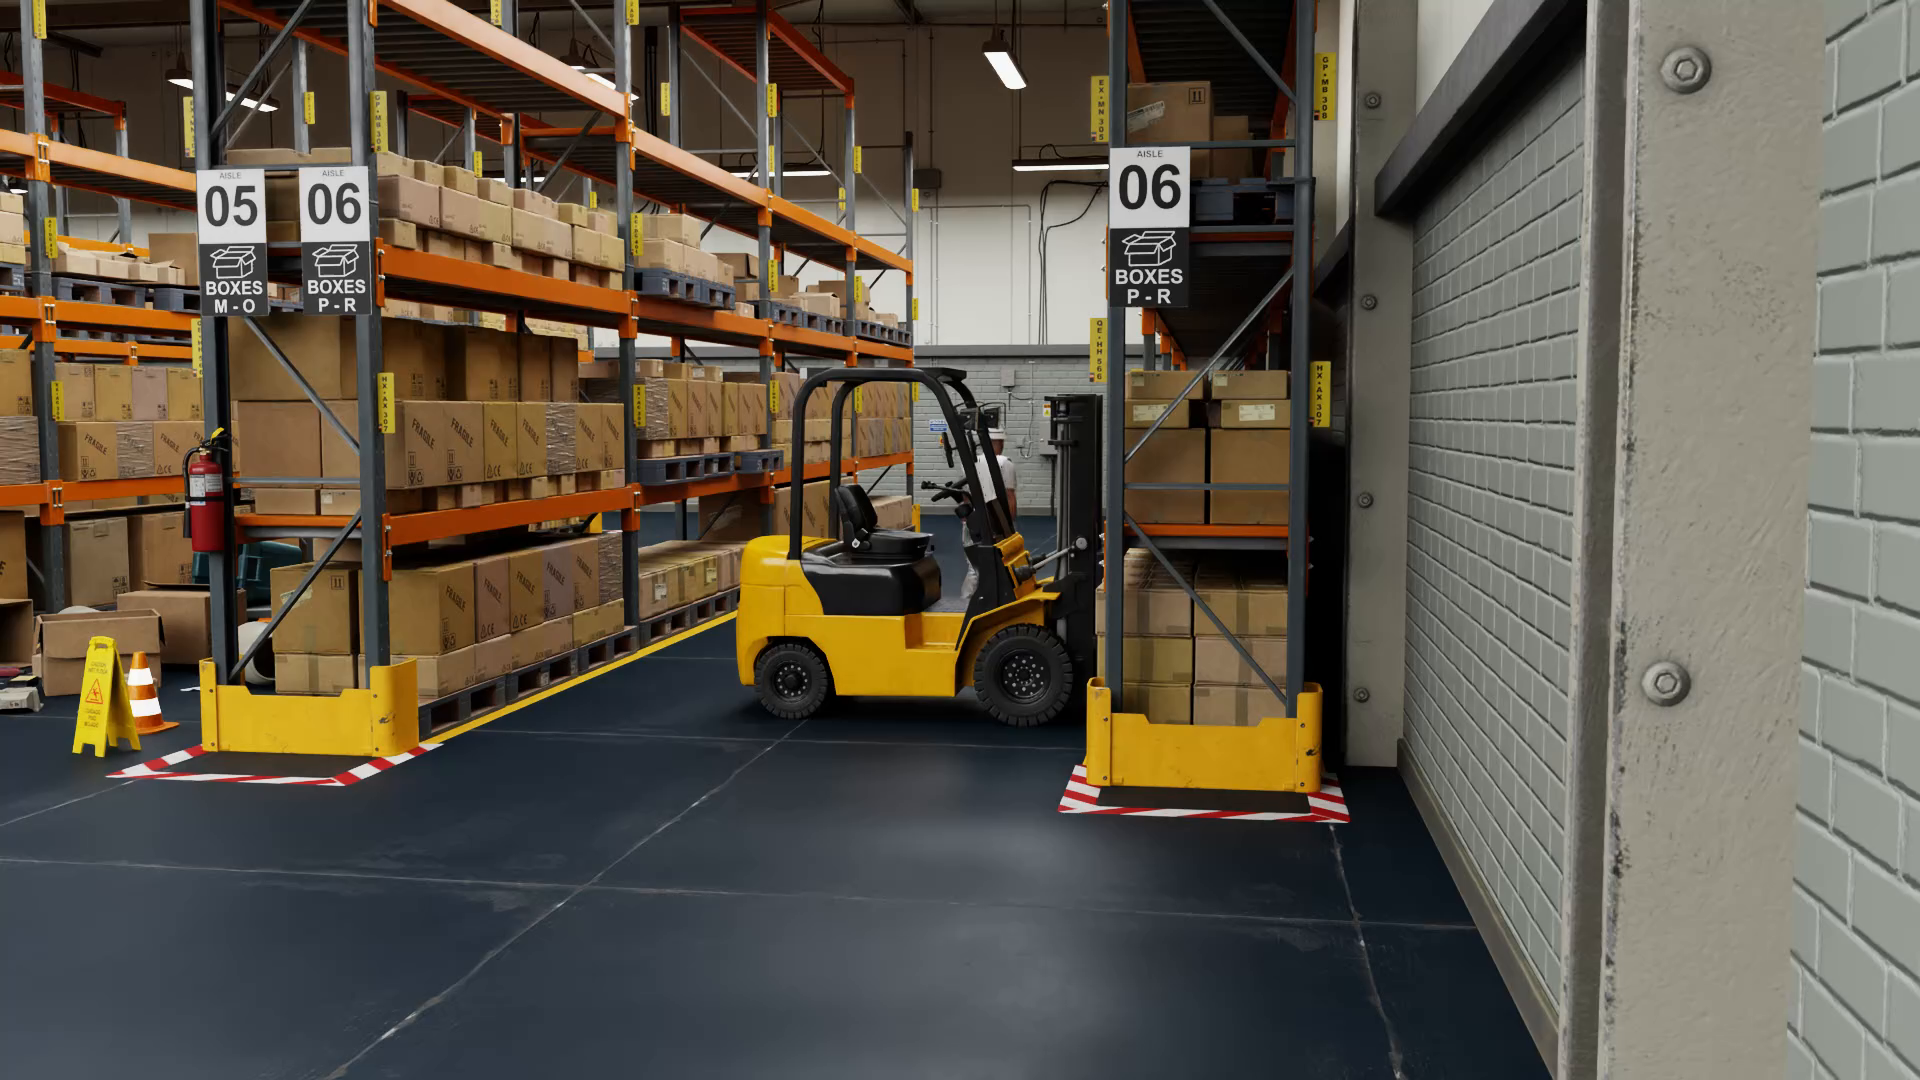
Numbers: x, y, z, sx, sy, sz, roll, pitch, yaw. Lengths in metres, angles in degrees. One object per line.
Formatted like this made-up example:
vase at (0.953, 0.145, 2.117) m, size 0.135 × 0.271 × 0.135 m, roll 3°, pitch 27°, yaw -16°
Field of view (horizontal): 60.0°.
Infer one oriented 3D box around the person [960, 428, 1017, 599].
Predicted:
person at (0.279, -0.091, 14.230) m, size 0.638 × 1.797 × 0.670 m, roll 4°, pitch 6°, yaw 40°
